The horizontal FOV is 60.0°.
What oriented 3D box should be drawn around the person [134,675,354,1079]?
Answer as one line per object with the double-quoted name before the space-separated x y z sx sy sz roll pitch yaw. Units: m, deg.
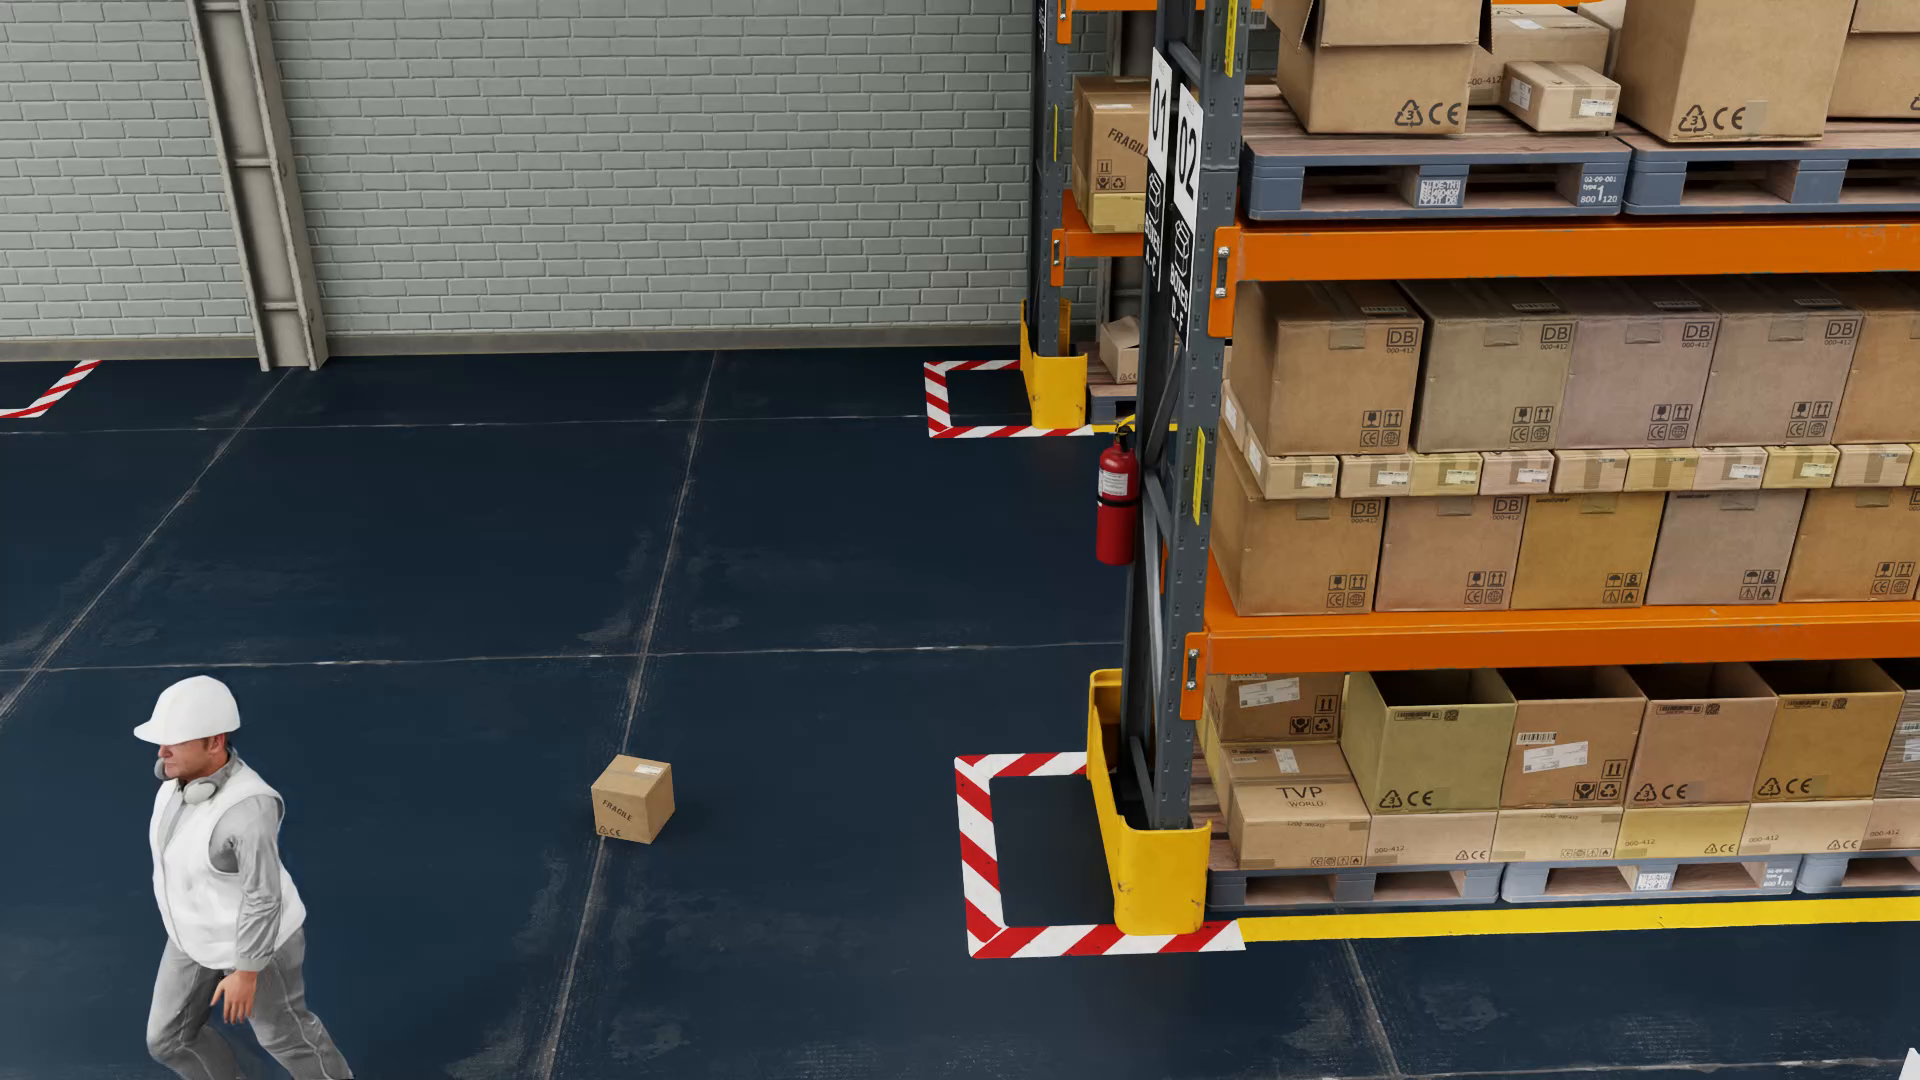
"person" -2.274 1.254 5.191 0.572 1.836 0.536 19 33 32
